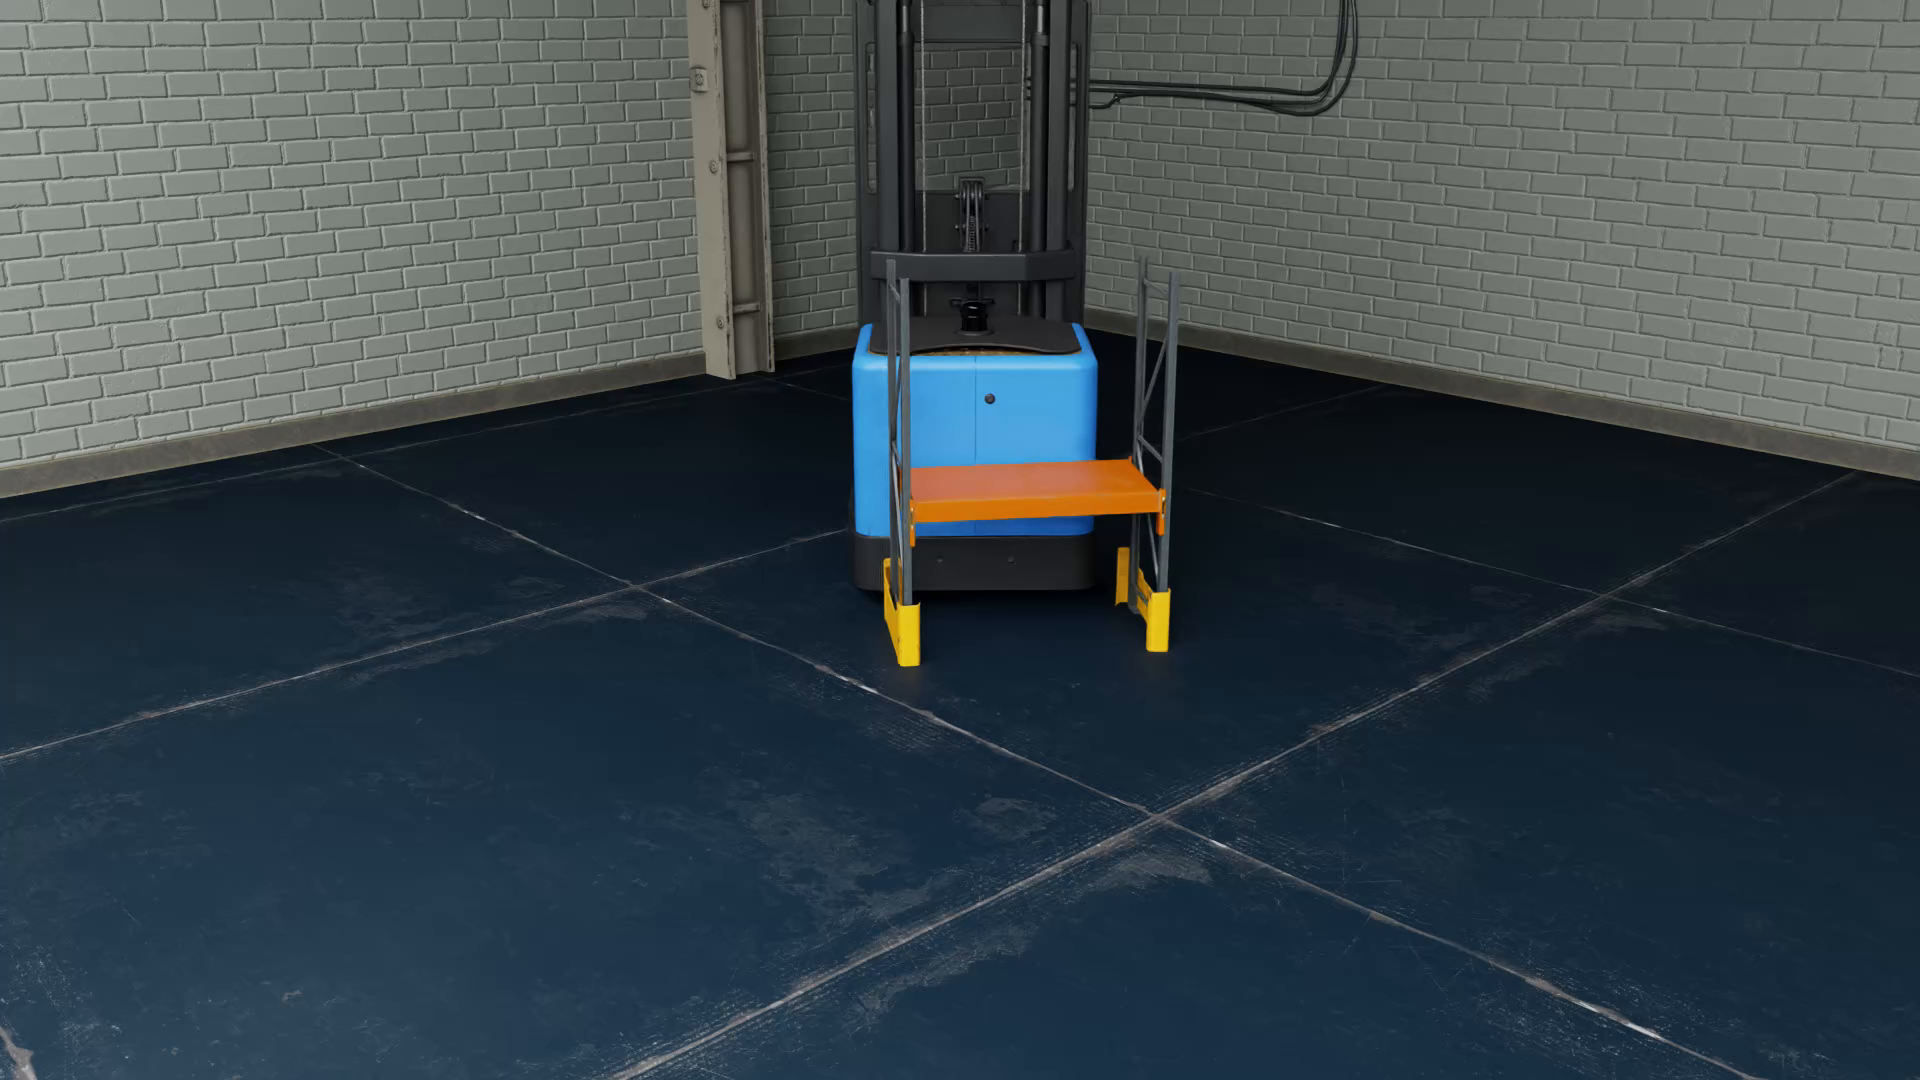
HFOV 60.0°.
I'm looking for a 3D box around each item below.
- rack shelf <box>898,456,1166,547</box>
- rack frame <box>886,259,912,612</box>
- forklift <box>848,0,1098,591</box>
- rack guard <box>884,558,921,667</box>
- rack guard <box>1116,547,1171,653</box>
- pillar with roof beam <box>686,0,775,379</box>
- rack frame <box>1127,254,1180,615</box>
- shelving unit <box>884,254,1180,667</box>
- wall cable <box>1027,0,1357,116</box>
[{"bbox_3d":[0.266,-0.162,6.637,1.000,0.185,0.538,-3,18,-8],"label":"rack shelf"},{"bbox_3d":[-0.237,-0.310,6.510,0.032,1.500,0.500,-3,18,-8],"label":"rack frame"},{"bbox_3d":[0.050,-1.577,8.097,1.130,2.935,3.031,0,18,-1],"label":"forklift"},{"bbox_3d":[-0.236,0.284,6.703,0.087,0.250,0.587,-3,18,-8],"label":"rack guard"},{"bbox_3d":[0.749,0.239,6.843,0.087,0.250,0.587,-3,18,-8],"label":"rack guard"},{"bbox_3d":[1.422,-4.489,7.239,0.400,9.000,9.100,-16,24,-41],"label":"pillar with roof beam"},{"bbox_3d":[0.769,-0.357,6.653,0.032,1.500,0.500,-3,18,-8],"label":"rack frame"},{"bbox_3d":[0.257,-0.333,6.580,1.083,1.500,0.587,-3,18,-8],"label":"shelving unit"},{"bbox_3d":[1.513,-4.304,11.705,0.112,2.526,3.097,-16,24,-41],"label":"wall cable"}]
